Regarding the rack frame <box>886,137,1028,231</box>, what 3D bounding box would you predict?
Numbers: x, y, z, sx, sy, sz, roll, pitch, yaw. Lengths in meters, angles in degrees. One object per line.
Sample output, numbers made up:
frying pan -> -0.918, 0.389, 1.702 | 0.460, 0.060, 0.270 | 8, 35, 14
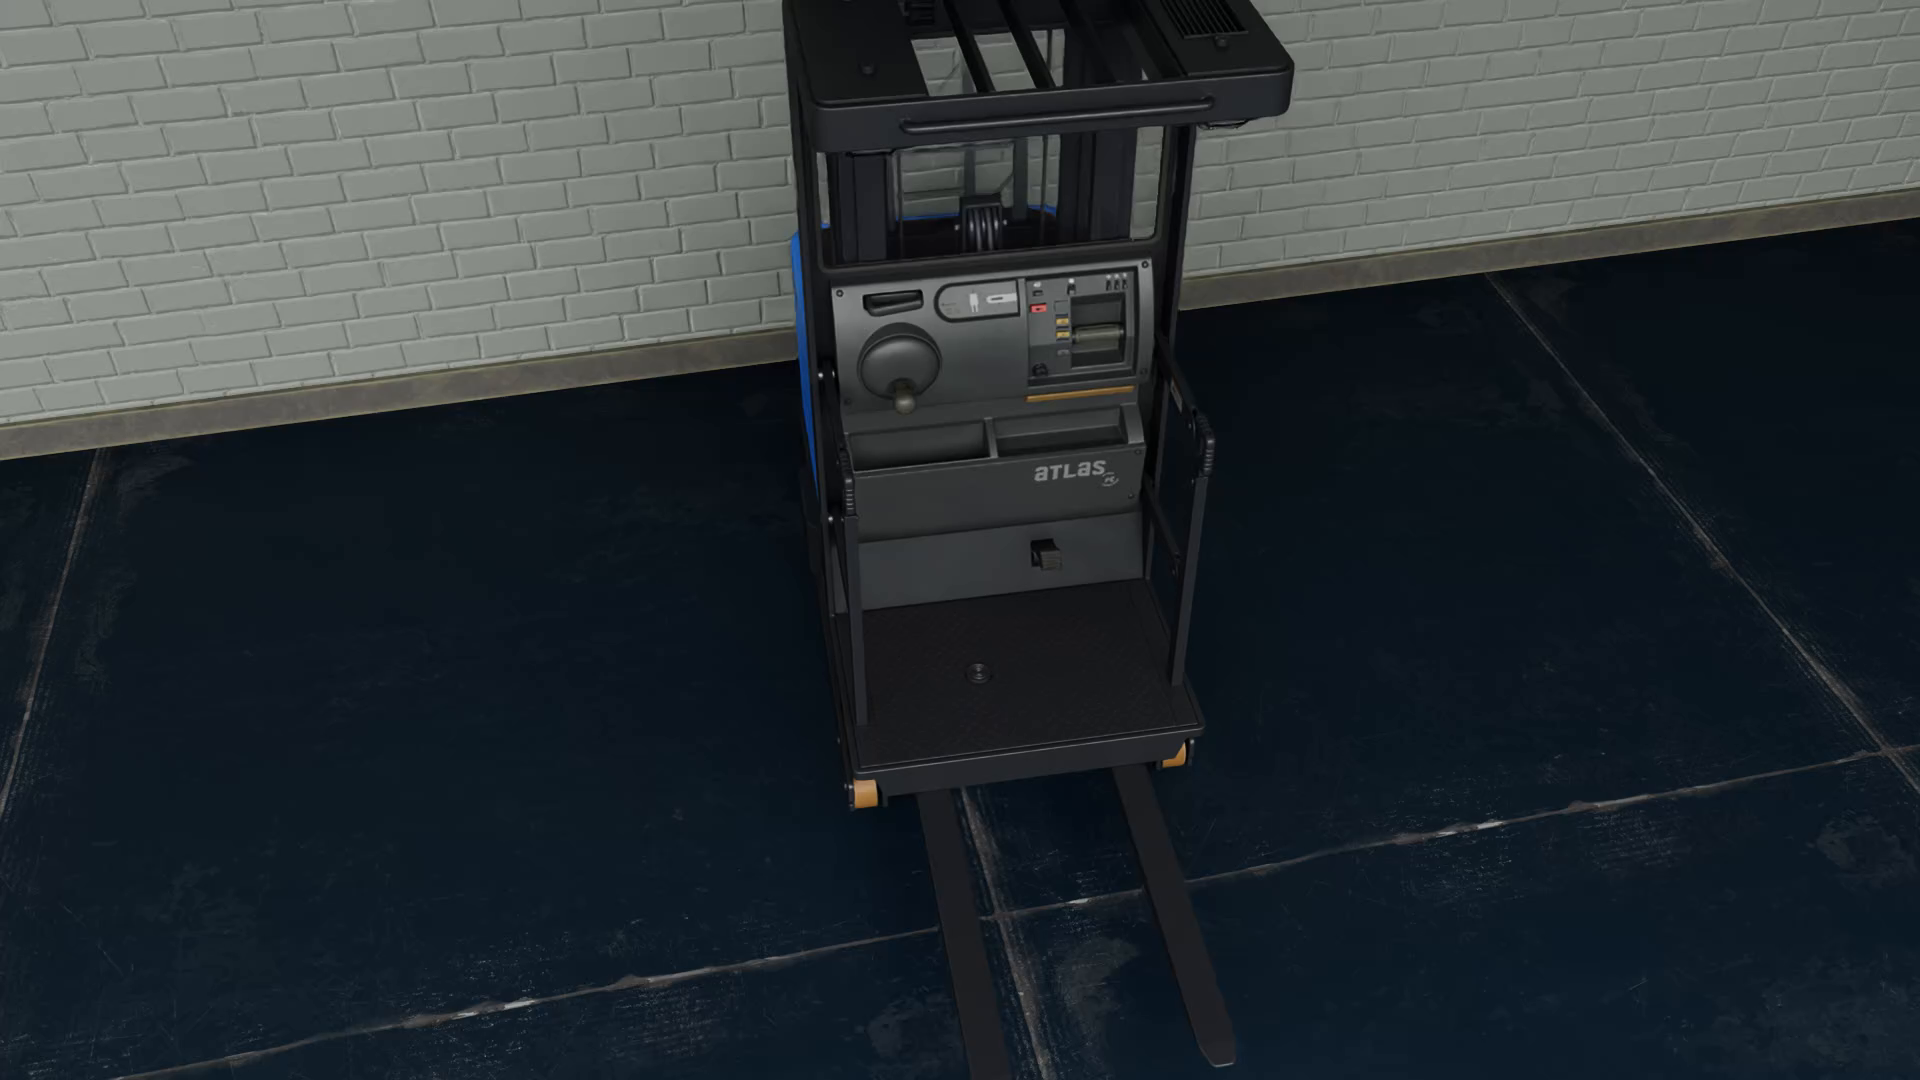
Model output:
rack frame -> -0.012, -0.794, 5.945 | 0.500, 1.500, 0.032 | -7, 38, -7

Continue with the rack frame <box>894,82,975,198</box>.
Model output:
rack frame -> -0.187, -1.400, 6.743 | 0.500, 1.500, 0.032 | -7, 38, -7

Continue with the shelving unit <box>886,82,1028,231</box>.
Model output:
shelving unit -> -0.100, -1.097, 6.344 | 0.538, 1.500, 1.048 | -7, 38, -7

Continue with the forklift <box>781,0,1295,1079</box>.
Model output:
forklift -> 0.139, -0.508, 4.614 | 1.130, 2.935, 3.031 | -6, 42, -7
